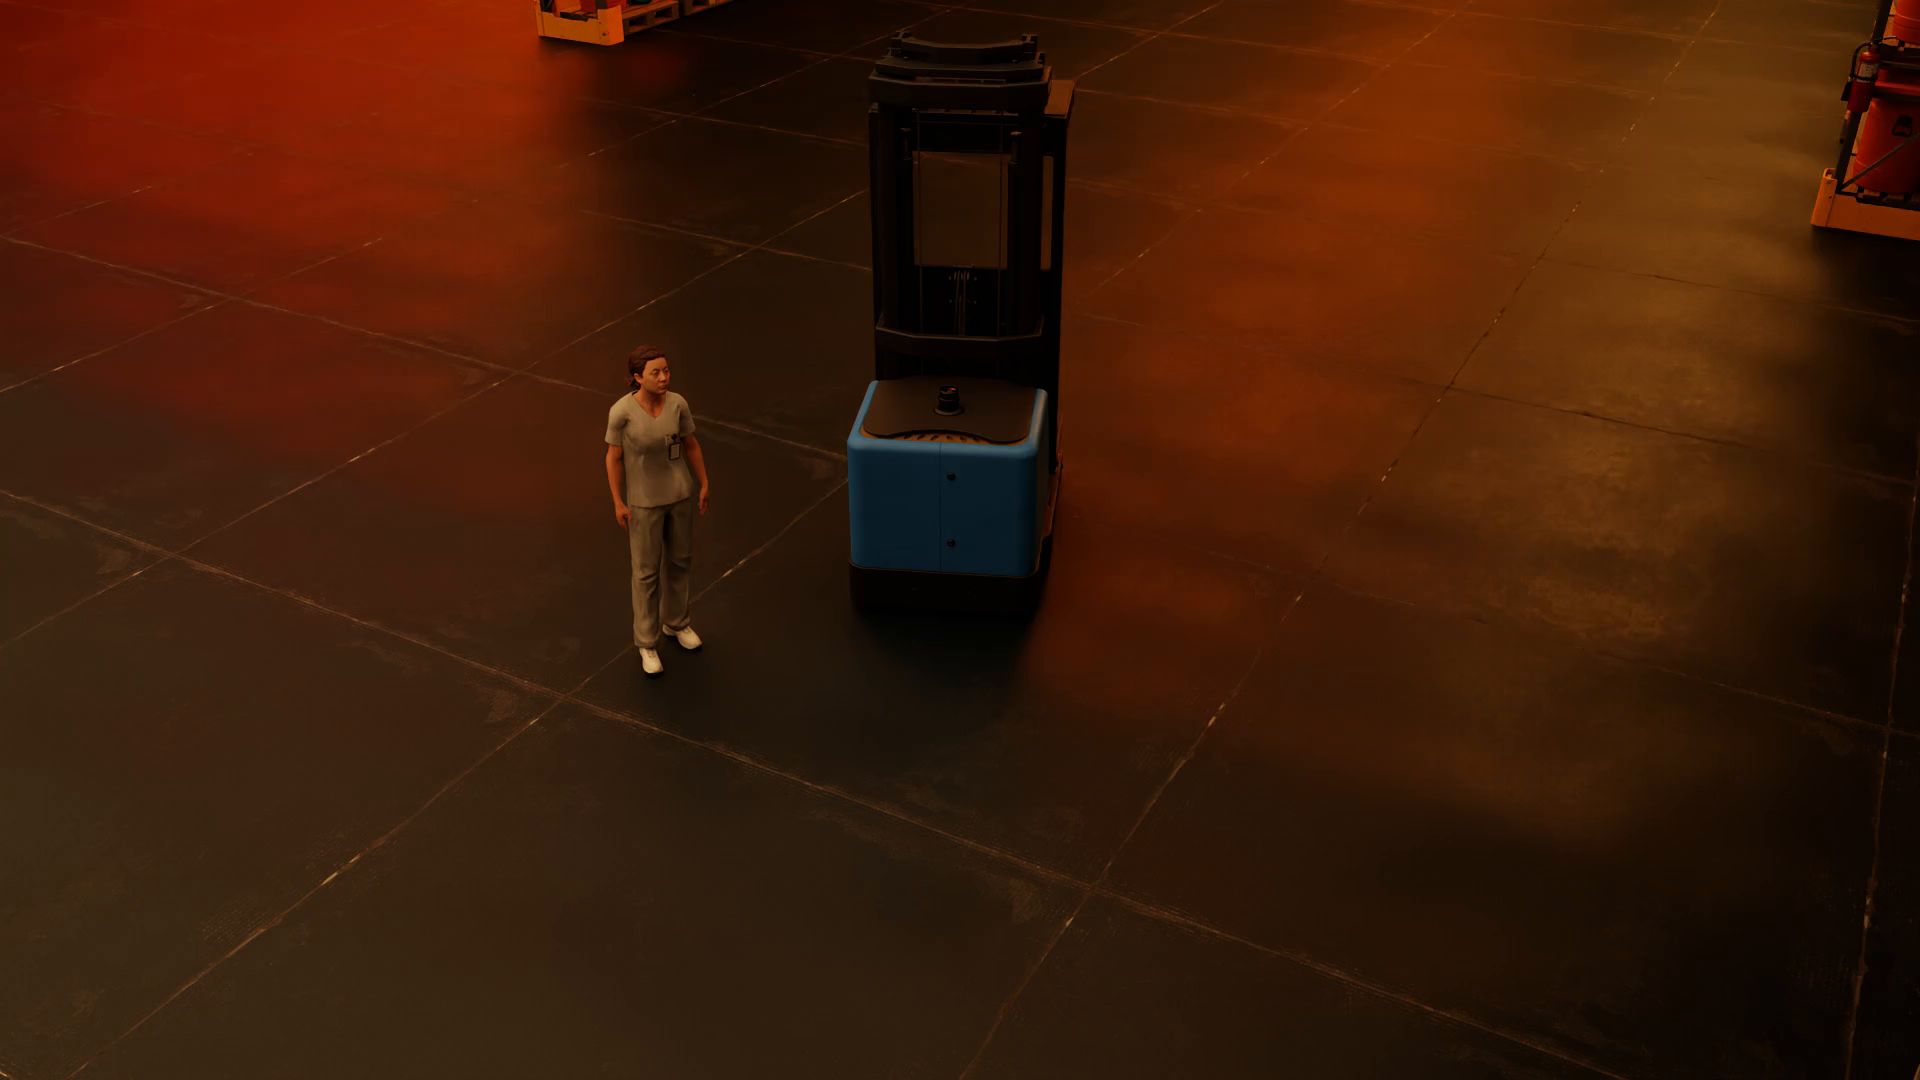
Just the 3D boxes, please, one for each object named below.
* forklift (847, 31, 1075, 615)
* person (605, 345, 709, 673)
[{"bbox_3d":[0.072,-1.572,9.794,1.130,2.935,3.031,3,30,6],"label":"forklift"},{"bbox_3d":[-1.537,-0.182,8.627,0.550,1.675,0.549,-18,35,-28],"label":"person"}]
